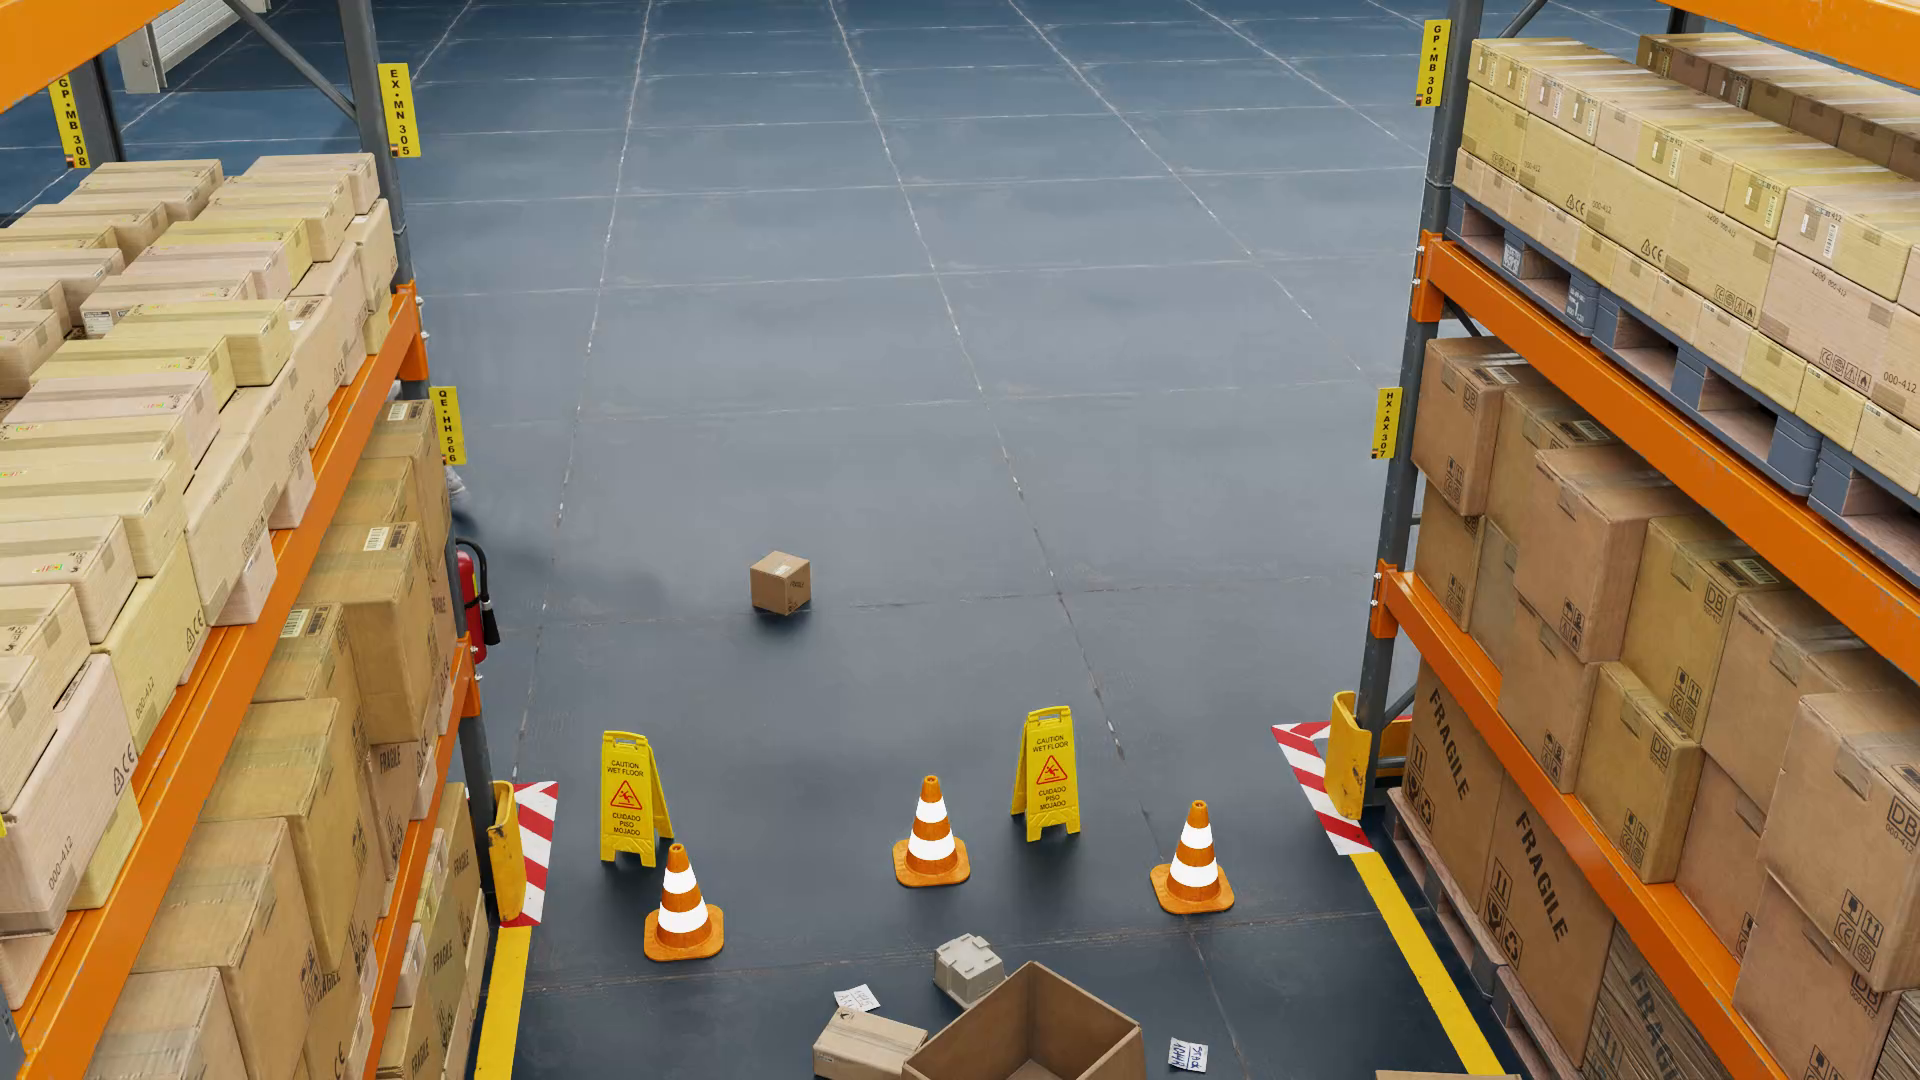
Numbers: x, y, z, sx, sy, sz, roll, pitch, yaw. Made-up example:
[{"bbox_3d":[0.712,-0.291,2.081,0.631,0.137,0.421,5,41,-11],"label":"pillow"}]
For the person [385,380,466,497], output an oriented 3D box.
[{"bbox_3d":[-3.606,-1.008,10.528,0.941,1.647,0.482,17,32,30],"label":"person"}]
